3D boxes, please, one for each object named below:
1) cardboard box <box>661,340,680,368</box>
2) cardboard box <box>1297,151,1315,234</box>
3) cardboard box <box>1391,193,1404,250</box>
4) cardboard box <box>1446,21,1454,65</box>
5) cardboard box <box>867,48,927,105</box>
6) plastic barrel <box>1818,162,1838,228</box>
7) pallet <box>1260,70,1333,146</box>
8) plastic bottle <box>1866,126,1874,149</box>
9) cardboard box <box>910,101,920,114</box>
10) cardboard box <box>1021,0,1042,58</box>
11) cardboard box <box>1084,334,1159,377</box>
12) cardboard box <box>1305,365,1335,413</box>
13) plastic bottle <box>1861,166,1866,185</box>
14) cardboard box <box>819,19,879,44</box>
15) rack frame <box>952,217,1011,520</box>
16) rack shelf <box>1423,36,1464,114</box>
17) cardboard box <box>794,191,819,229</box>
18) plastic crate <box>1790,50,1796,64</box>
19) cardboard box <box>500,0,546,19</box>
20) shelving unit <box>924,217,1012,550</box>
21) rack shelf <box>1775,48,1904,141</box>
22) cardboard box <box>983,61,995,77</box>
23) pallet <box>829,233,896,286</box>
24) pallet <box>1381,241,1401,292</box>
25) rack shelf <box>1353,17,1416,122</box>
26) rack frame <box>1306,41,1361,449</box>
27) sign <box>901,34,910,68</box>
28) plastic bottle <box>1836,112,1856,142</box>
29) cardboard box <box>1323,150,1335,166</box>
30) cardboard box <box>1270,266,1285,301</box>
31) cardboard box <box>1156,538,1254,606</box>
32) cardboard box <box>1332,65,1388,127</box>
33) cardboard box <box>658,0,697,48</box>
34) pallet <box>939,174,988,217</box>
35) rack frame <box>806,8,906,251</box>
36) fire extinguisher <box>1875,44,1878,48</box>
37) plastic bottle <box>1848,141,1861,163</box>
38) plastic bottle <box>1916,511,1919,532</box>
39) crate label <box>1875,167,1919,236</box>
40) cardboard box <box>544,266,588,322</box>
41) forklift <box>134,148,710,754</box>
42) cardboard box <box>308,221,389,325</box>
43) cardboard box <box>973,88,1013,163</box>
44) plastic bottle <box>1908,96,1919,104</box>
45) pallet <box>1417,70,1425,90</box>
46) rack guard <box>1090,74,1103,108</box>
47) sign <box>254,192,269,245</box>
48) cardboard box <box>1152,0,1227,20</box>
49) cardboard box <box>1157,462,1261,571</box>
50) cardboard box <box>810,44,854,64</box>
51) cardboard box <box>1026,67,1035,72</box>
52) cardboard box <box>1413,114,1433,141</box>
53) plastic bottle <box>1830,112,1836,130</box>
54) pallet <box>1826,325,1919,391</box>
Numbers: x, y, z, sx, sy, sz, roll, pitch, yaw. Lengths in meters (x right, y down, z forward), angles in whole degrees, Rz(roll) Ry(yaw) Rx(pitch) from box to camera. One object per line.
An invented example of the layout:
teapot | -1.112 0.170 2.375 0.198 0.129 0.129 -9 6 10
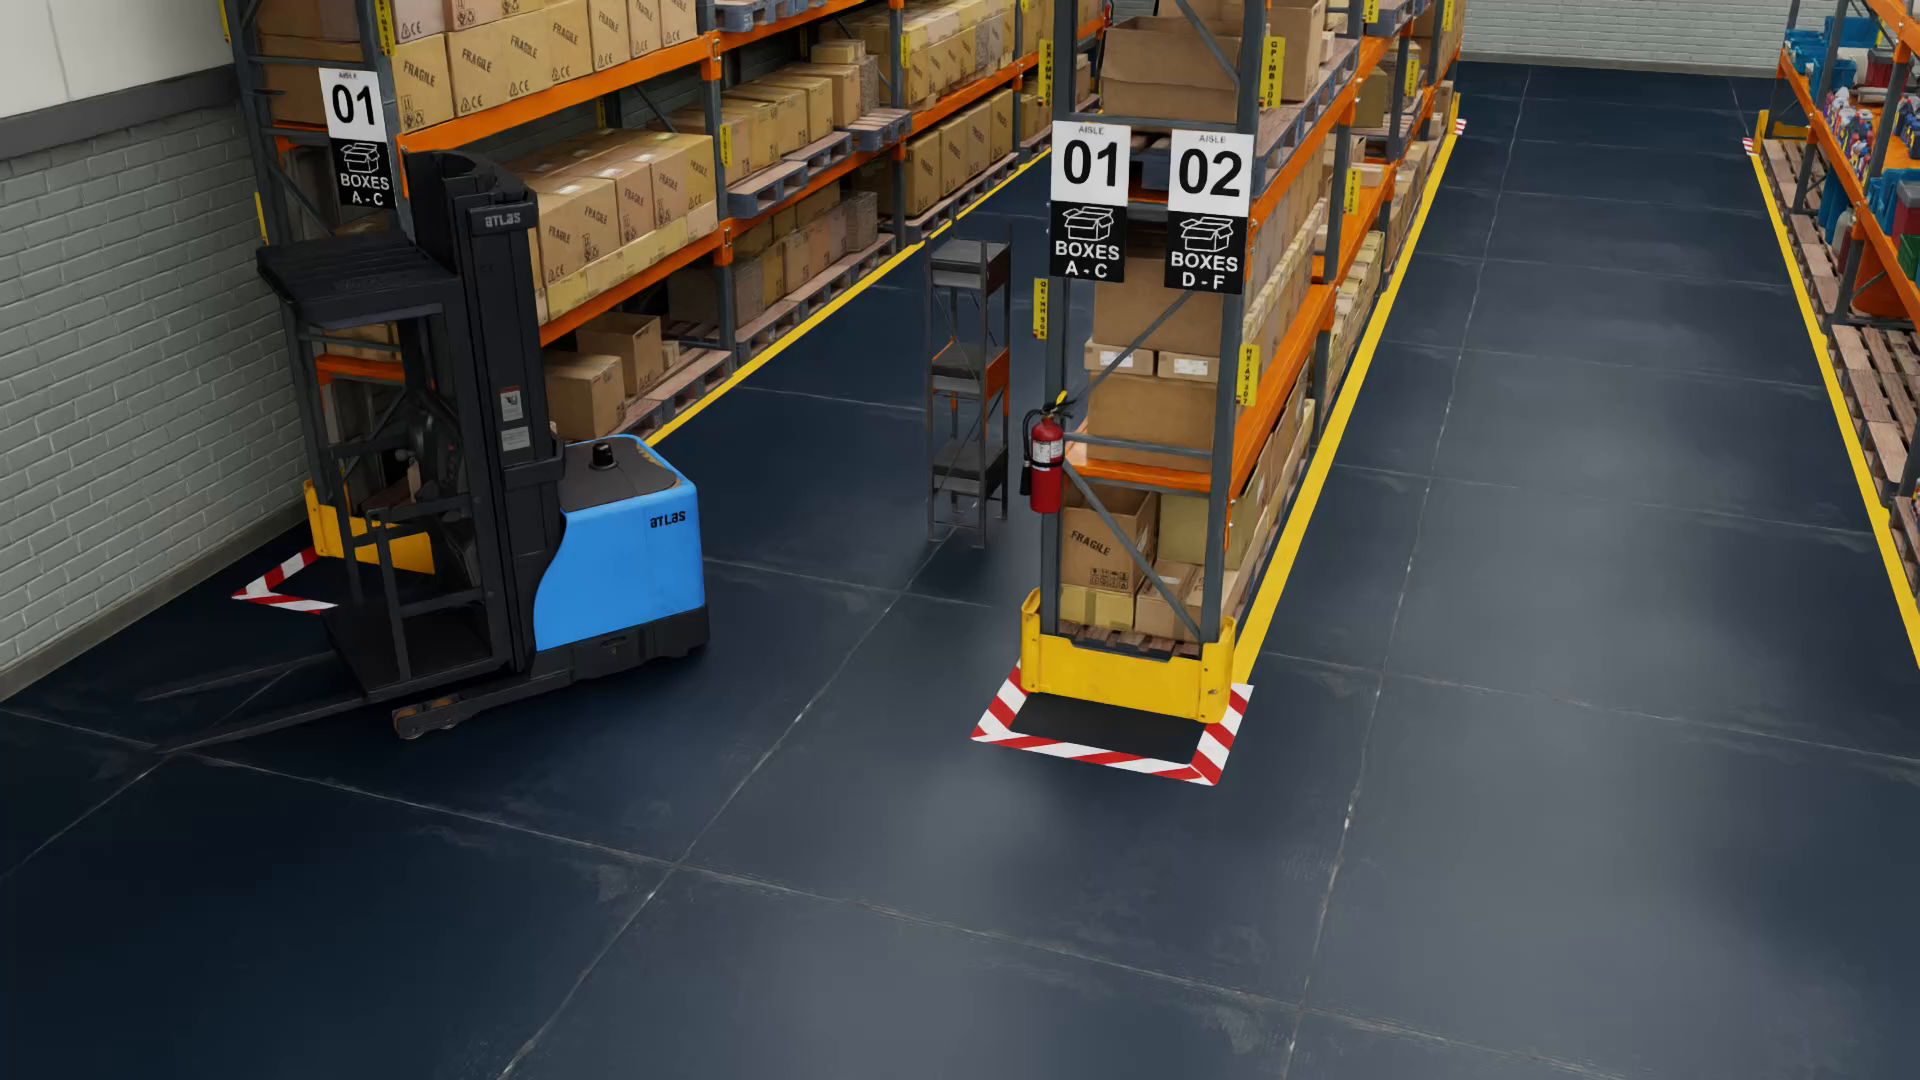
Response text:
cardboard box | -2.549 -1.555 13.766 0.380 0.166 0.250 5 26 11
cardboard box | 1.964 -2.377 11.115 0.700 0.500 0.500 9 27 17
cardboard box | 4.194 -3.218 16.818 0.500 0.500 0.500 8 27 16
cardboard box | 5.698 -6.058 20.206 0.500 0.500 0.500 9 27 17
cardboard box | -0.666 -4.851 17.347 0.500 0.500 0.500 10 27 19
plastic barrel | 9.408 -3.731 17.439 0.600 0.901 0.708 9 27 17
pallet | 1.606 -2.596 9.829 1.003 0.211 1.213 9 27 17
plastic bottle | 8.584 -3.764 15.716 0.061 0.283 0.133 9 27 17
cardboard box | -0.649 -4.600 17.574 0.380 0.149 0.250 9 27 18
cardboard box | 0.458 -6.500 20.888 0.980 0.700 0.700 9 27 18
cardboard box | 0.889 -1.017 9.050 0.380 0.149 0.250 8 27 17
cardboard box | 2.641 -1.221 13.003 0.500 0.250 0.500 8 27 16
plastic bottle | 8.062 -3.247 14.742 0.097 0.201 0.097 0 26 0
cardboard box | -1.162 -5.250 17.311 0.500 0.250 0.500 10 27 19
rack frame | 0.136 -1.113 11.140 0.400 2.100 0.015 9 27 17
rack shelf | 5.601 -5.925 20.871 1.077 0.370 4.000 9 27 17
cardboard box | -1.674 -3.170 15.858 0.500 0.250 0.500 9 27 17
plastic crate | 10.133 -5.807 20.036 0.250 0.136 0.298 9 27 17
cardboard box | -2.999 -3.601 10.518 0.500 0.500 0.500 10 27 19
shelving unit | 0.055 -1.013 10.933 0.431 2.100 0.503 9 27 17
rack shelf | 10.270 -5.205 19.385 1.077 0.370 4.000 9 27 17
cardboard box | 0.194 -5.536 19.507 0.380 0.149 0.250 9 27 17
pallet | -1.330 -2.924 17.047 1.003 0.211 1.213 9 27 17
pallet | 3.888 -2.830 16.852 1.003 0.211 1.213 9 27 17
rack shelf | 2.938 -3.988 13.428 1.077 0.370 4.000 9 27 17
rack frame | 2.273 -2.140 12.227 1.000 3.000 0.127 9 27 17
sign | -0.554 -4.911 16.713 0.100 0.325 0.005 9 27 17
plastic bottle | 8.706 -4.041 16.296 0.152 0.276 0.135 9 27 17
cardboard box | 2.886 -2.920 13.724 0.500 0.500 0.500 9 27 18
cardboard box | 1.788 -1.594 10.242 0.380 0.149 0.250 9 27 18
cardboard box | 1.493 0.159 10.154 0.500 0.250 0.500 9 27 17
cardboard box | 3.707 -4.293 16.077 0.700 0.500 0.500 0 26 0
cardboard box | -2.336 -4.016 12.523 0.500 0.500 0.500 10 27 19
pallet | -0.328 -4.058 19.389 1.003 0.211 1.213 9 27 17
rack frame | -1.069 -4.500 17.103 1.000 3.000 0.127 9 27 17
fire extinguisher | 11.415 -6.145 21.015 0.296 0.674 0.183 9 27 17
plastic bottle | 8.365 -3.622 15.516 0.097 0.201 0.097 0 26 0
plastic bottle | 6.341 -0.188 10.816 0.152 0.276 0.135 10 27 19
crate label | 7.688 -2.710 13.365 0.502 0.435 0.616 9 27 17
cardboard box | -2.935 -1.733 11.536 0.500 0.250 0.500 8 27 17
forklift | -3.007 -0.502 8.923 3.031 2.935 1.130 -15 30 -28
cardboard box | -3.774 -1.716 10.641 0.500 0.500 0.500 8 27 17
cardboard box | 0.169 -5.080 20.284 0.750 0.750 0.750 9 27 18
plastic bottle | 9.779 -4.443 17.126 0.152 0.276 0.135 9 27 17
pallet | 4.566 -5.028 18.413 1.003 0.211 1.213 9 27 17
rack guard | 1.602 -6.673 24.458 1.175 0.500 0.348 9 27 17
sign | -4.248 -1.965 10.175 0.100 0.325 0.005 9 27 17
cardboard box | 1.606 -3.130 10.069 0.797 0.503 0.637 12 28 23
cardboard box | 1.495 -0.179 9.990 0.500 0.500 0.500 9 27 17
cardboard box | -1.248 -4.755 16.264 0.380 0.149 0.250 4 26 9
cardboard box | 0.803 -6.297 22.455 0.380 0.149 0.250 8 27 17
cardboard box | 5.555 -5.274 21.061 0.797 0.503 0.637 9 27 17
plastic bottle | 8.873 -4.249 16.811 0.097 0.201 0.097 0 26 0
pallet | 7.979 -1.496 14.097 1.003 0.211 1.213 9 27 17
